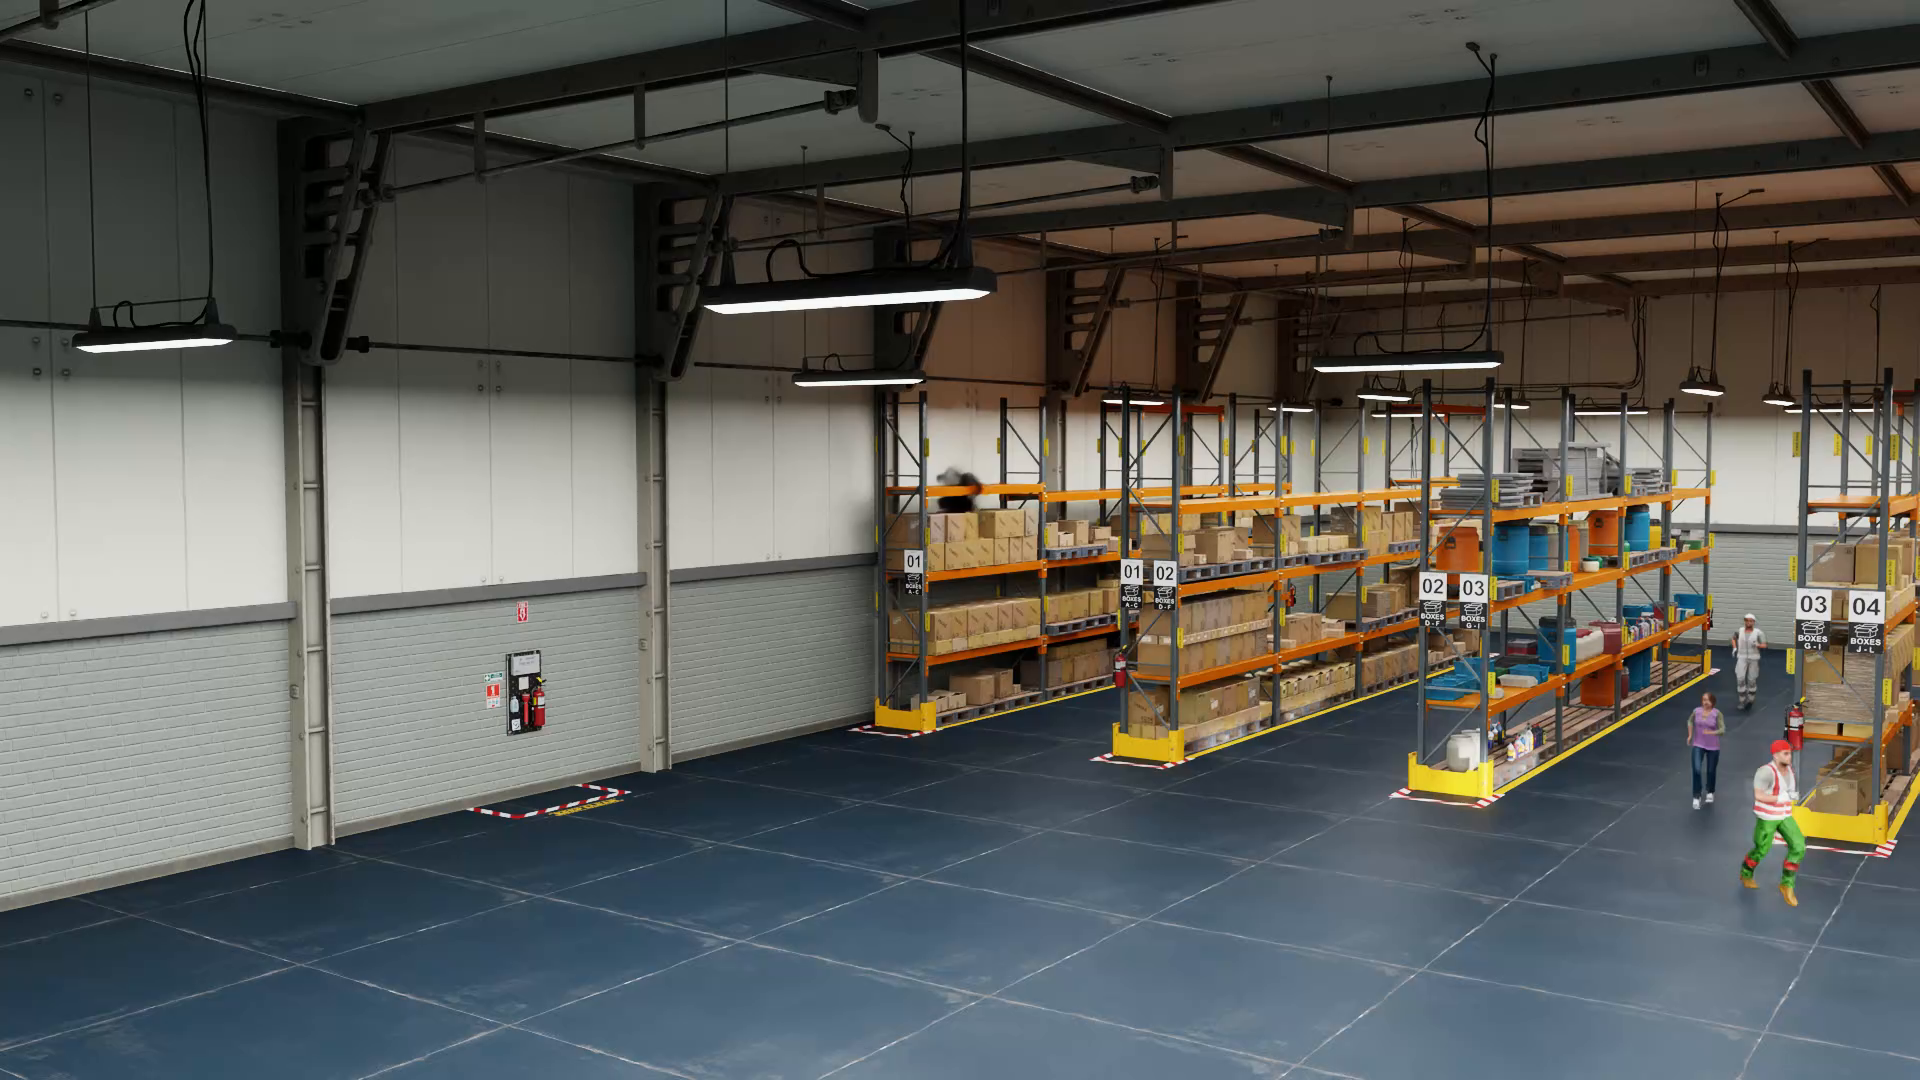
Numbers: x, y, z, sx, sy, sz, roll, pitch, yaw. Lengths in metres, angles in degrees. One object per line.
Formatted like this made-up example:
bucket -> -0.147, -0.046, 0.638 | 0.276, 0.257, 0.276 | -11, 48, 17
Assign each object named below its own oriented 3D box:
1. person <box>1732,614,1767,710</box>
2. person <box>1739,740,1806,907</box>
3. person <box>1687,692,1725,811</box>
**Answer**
person -> 15.128, 2.336, 31.927 | 0.630, 1.844, 0.725 | 2, 4, 30
person -> 8.995, 3.093, 18.417 | 0.693, 1.812, 0.865 | -1, 3, -20
person -> 10.346, 2.919, 23.086 | 0.505, 1.641, 0.712 | 2, 4, 29
